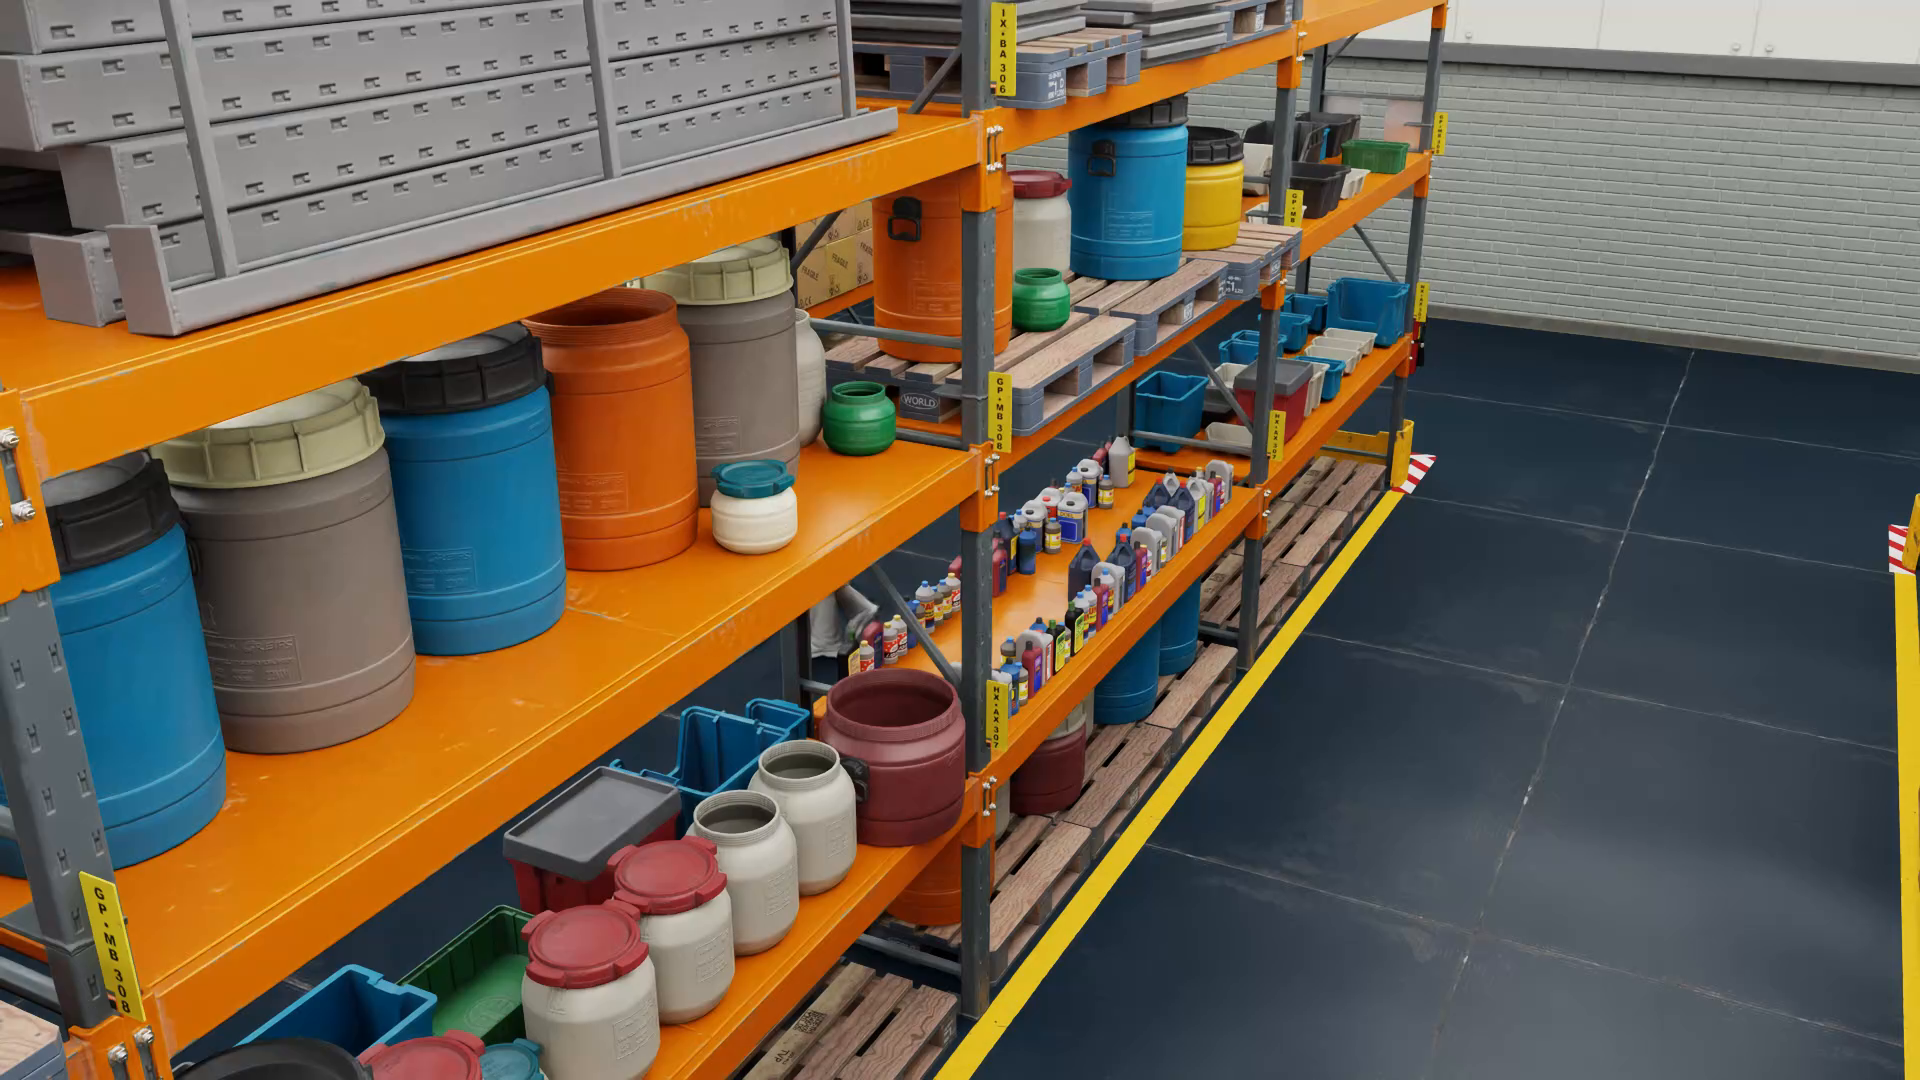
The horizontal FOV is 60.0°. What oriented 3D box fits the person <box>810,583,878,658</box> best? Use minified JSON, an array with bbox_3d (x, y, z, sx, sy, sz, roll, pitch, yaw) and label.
[{"bbox_3d":[-0.851,-0.071,10.911,0.604,1.763,0.618,0,22,-1],"label":"person"}]
